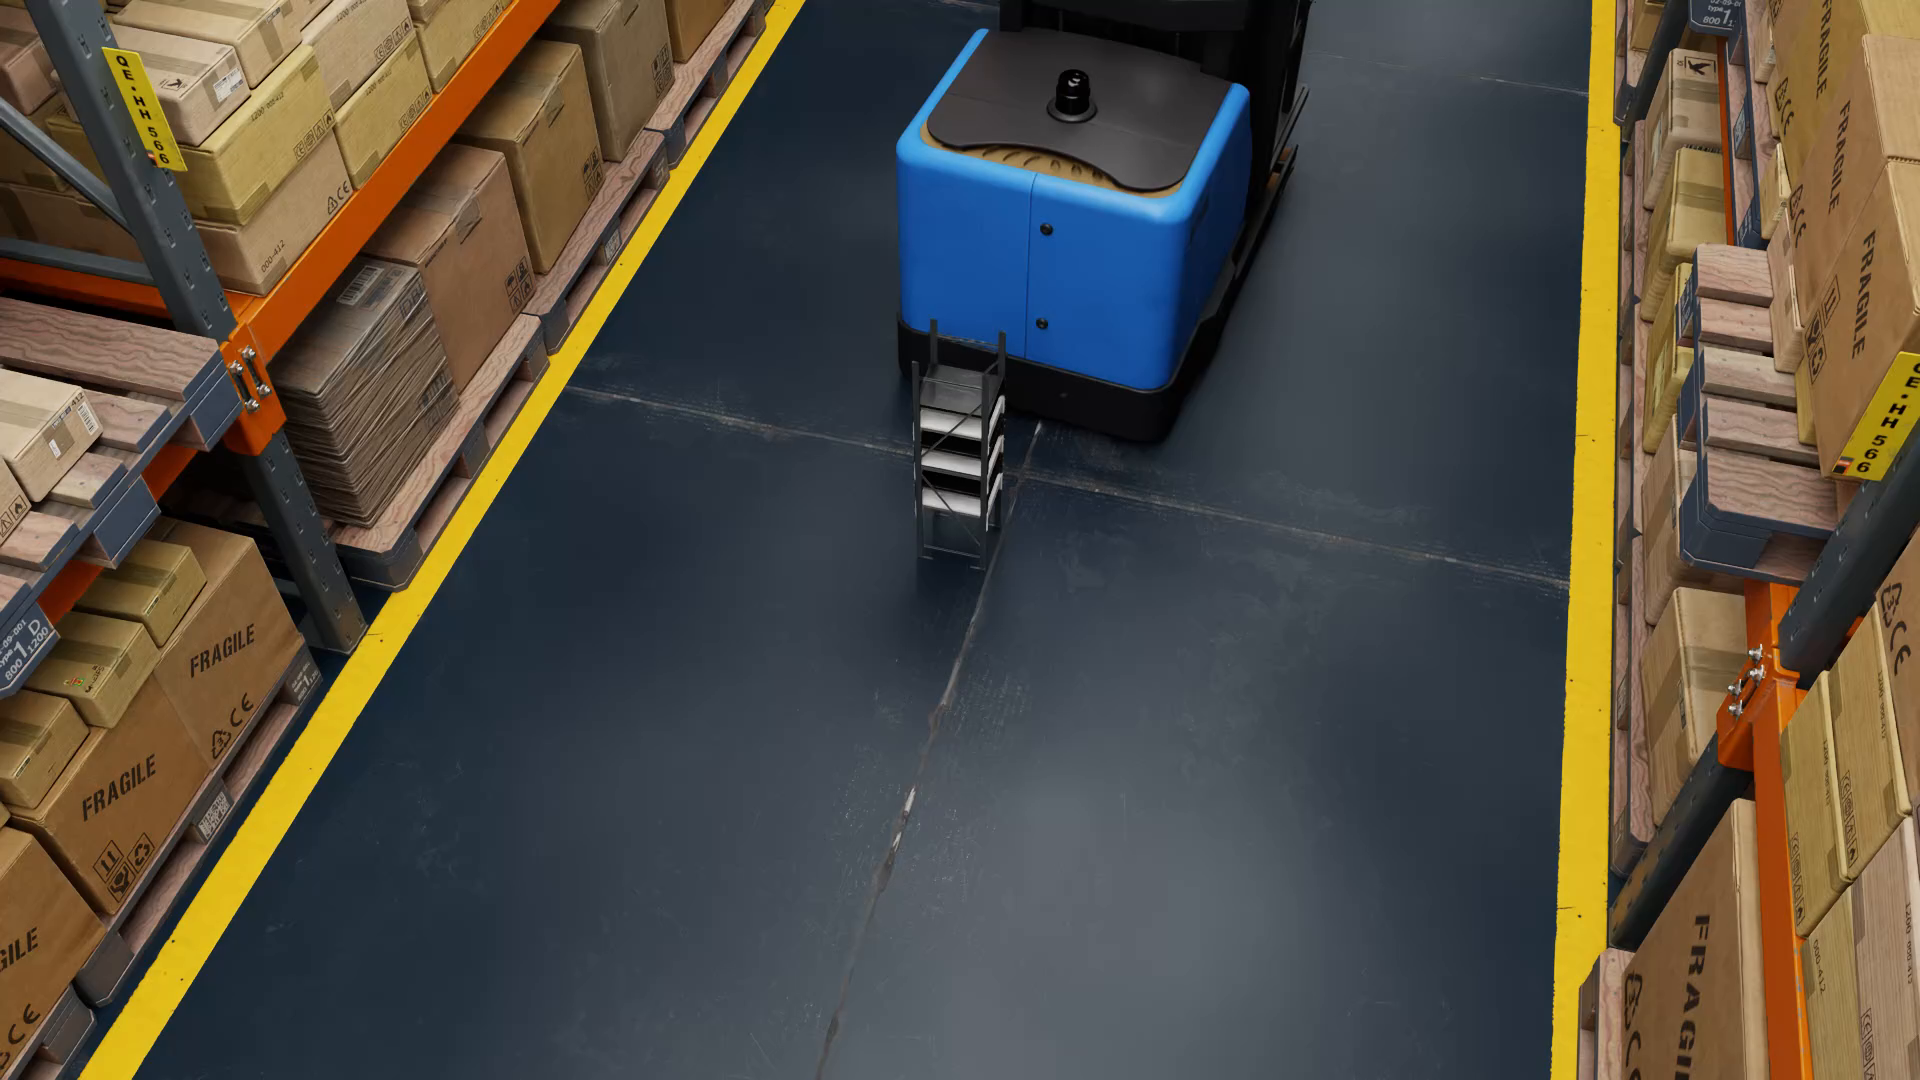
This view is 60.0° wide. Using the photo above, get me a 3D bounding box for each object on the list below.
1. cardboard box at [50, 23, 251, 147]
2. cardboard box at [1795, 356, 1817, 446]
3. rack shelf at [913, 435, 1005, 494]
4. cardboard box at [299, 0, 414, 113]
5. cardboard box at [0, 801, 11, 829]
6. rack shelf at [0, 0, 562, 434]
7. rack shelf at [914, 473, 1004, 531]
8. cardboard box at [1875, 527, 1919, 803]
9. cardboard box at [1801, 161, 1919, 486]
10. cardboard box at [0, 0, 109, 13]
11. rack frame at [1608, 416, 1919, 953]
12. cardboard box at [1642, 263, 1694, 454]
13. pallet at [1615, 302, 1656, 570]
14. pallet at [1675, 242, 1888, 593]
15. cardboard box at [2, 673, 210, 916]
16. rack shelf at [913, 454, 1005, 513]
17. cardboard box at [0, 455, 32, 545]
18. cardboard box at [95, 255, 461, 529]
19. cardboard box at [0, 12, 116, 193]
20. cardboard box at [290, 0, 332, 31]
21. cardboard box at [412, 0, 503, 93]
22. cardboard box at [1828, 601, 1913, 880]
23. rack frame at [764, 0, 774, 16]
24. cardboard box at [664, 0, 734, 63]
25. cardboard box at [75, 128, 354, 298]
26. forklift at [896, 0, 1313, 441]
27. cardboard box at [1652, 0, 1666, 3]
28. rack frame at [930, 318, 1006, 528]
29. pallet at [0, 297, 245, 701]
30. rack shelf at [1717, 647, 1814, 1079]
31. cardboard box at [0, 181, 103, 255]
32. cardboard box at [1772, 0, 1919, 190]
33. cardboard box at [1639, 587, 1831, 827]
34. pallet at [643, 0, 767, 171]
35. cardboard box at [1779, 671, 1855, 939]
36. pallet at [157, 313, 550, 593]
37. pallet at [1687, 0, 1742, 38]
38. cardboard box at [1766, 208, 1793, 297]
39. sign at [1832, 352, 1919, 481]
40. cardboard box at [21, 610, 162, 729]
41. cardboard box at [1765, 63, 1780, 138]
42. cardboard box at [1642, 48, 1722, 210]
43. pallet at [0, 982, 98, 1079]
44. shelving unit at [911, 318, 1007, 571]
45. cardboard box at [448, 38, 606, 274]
[{"bbox_3d":[-2.082,-1.175,4.287,0.380,0.149,0.250,13,50,11],"label":"cardboard box"},{"bbox_3d":[2.200,-0.326,3.925,0.380,0.149,0.250,12,50,11],"label":"cardboard box"},{"bbox_3d":[-0.002,-0.270,5.432,0.258,0.077,0.200,12,50,10],"label":"rack shelf"},{"bbox_3d":[-1.964,-1.506,4.845,0.500,0.250,0.500,13,50,11],"label":"cardboard box"},{"bbox_3d":[-2.602,0.693,4.092,0.380,0.149,0.250,13,50,11],"label":"cardboard box"},{"bbox_3d":[-1.923,-1.964,5.962,1.077,0.370,4.000,12,50,10],"label":"rack shelf"},{"bbox_3d":[-0.002,-0.151,5.567,0.258,0.077,0.200,12,50,10],"label":"rack shelf"},{"bbox_3d":[1.974,0.166,2.869,0.500,0.500,0.500,10,49,9],"label":"cardboard box"},{"bbox_3d":[2.191,-0.433,3.586,0.500,0.500,0.500,10,49,9],"label":"cardboard box"},{"bbox_3d":[-2.598,-1.490,4.565,0.380,0.149,0.250,13,50,11],"label":"cardboard box"},{"bbox_3d":[2.340,0.222,3.554,1.000,3.000,0.127,12,50,10],"label":"rack frame"},{"bbox_3d":[2.890,-0.537,5.696,0.950,0.372,0.625,13,50,11],"label":"cardboard box"},{"bbox_3d":[2.870,-0.300,5.874,1.003,0.211,1.213,12,50,10],"label":"pallet"},{"bbox_3d":[2.425,-0.251,4.099,1.213,0.211,1.003,12,50,10],"label":"pallet"},{"bbox_3d":[-2.495,0.641,4.571,0.500,0.500,0.500,11,49,9],"label":"cardboard box"},{"bbox_3d":[-0.002,-0.210,5.500,0.258,0.077,0.200,12,50,10],"label":"rack shelf"},{"bbox_3d":[-2.415,-0.018,3.585,0.500,0.250,0.500,9,49,8],"label":"cardboard box"},{"bbox_3d":[-2.272,-0.557,5.545,0.875,0.625,0.625,13,50,11],"label":"cardboard box"},{"bbox_3d":[-2.600,-1.251,4.620,0.500,0.250,0.500,13,50,11],"label":"cardboard box"},{"bbox_3d":[-1.970,-1.560,4.627,0.380,0.149,0.250,13,50,11],"label":"cardboard box"},{"bbox_3d":[-1.831,-1.715,5.363,0.500,0.250,0.500,10,49,9],"label":"cardboard box"},{"bbox_3d":[1.968,0.424,3.142,0.500,0.250,0.500,11,50,10],"label":"cardboard box"},{"bbox_3d":[-1.397,-3.648,6.969,1.000,3.000,0.127,12,50,10],"label":"rack frame"},{"bbox_3d":[-1.523,-2.622,7.367,0.875,0.625,0.625,14,50,12],"label":"cardboard box"},{"bbox_3d":[-2.097,-0.978,4.713,0.500,0.250,0.500,12,50,10],"label":"cardboard box"},{"bbox_3d":[0.785,-2.453,5.960,1.130,2.935,3.031,17,51,14],"label":"forklift"},{"bbox_3d":[3.290,-2.630,7.124,0.500,0.500,0.500,11,49,10],"label":"cardboard box"},{"bbox_3d":[0.025,-0.365,5.472,0.240,0.900,0.006,12,50,10],"label":"rack frame"},{"bbox_3d":[-2.560,-0.188,4.043,1.213,0.211,1.003,12,50,10],"label":"pallet"},{"bbox_3d":[1.814,1.906,2.547,1.077,0.370,4.000,12,50,10],"label":"rack shelf"},{"bbox_3d":[-2.578,-1.081,4.804,0.500,0.250,0.500,11,49,9],"label":"cardboard box"},{"bbox_3d":[2.449,-1.174,4.240,0.500,0.500,0.500,9,49,7],"label":"cardboard box"},{"bbox_3d":[2.498,0.545,4.740,0.950,0.372,0.625,9,49,7],"label":"cardboard box"},{"bbox_3d":[-1.553,-2.185,7.538,1.003,0.211,1.213,12,50,10],"label":"pallet"},{"bbox_3d":[1.968,0.576,3.341,0.500,0.250,0.500,11,49,9],"label":"cardboard box"},{"bbox_3d":[-2.195,-0.420,5.980,1.003,0.211,1.213,12,50,10],"label":"pallet"},{"bbox_3d":[3.051,-2.084,5.717,1.003,0.211,1.213,12,50,10],"label":"pallet"},{"bbox_3d":[2.297,-0.698,4.252,0.380,0.149,0.250,9,49,8],"label":"cardboard box"},{"bbox_3d":[1.814,-0.236,3.238,0.100,0.325,0.005,12,50,10],"label":"sign"},{"bbox_3d":[-2.377,0.329,4.413,0.380,0.149,0.250,9,49,8],"label":"cardboard box"},{"bbox_3d":[2.531,-1.254,4.744,0.380,0.149,0.250,10,49,9],"label":"cardboard box"},{"bbox_3d":[3.257,-1.561,6.600,0.950,0.372,0.625,12,50,11],"label":"cardboard box"},{"bbox_3d":[-3.006,1.580,4.215,1.003,0.211,1.213,12,50,10],"label":"pallet"},{"bbox_3d":[-0.002,-0.292,5.407,0.258,0.900,0.210,12,50,10],"label":"shelving unit"},{"bbox_3d":[-1.931,-1.518,6.393,0.875,0.625,0.625,10,49,8],"label":"cardboard box"}]
